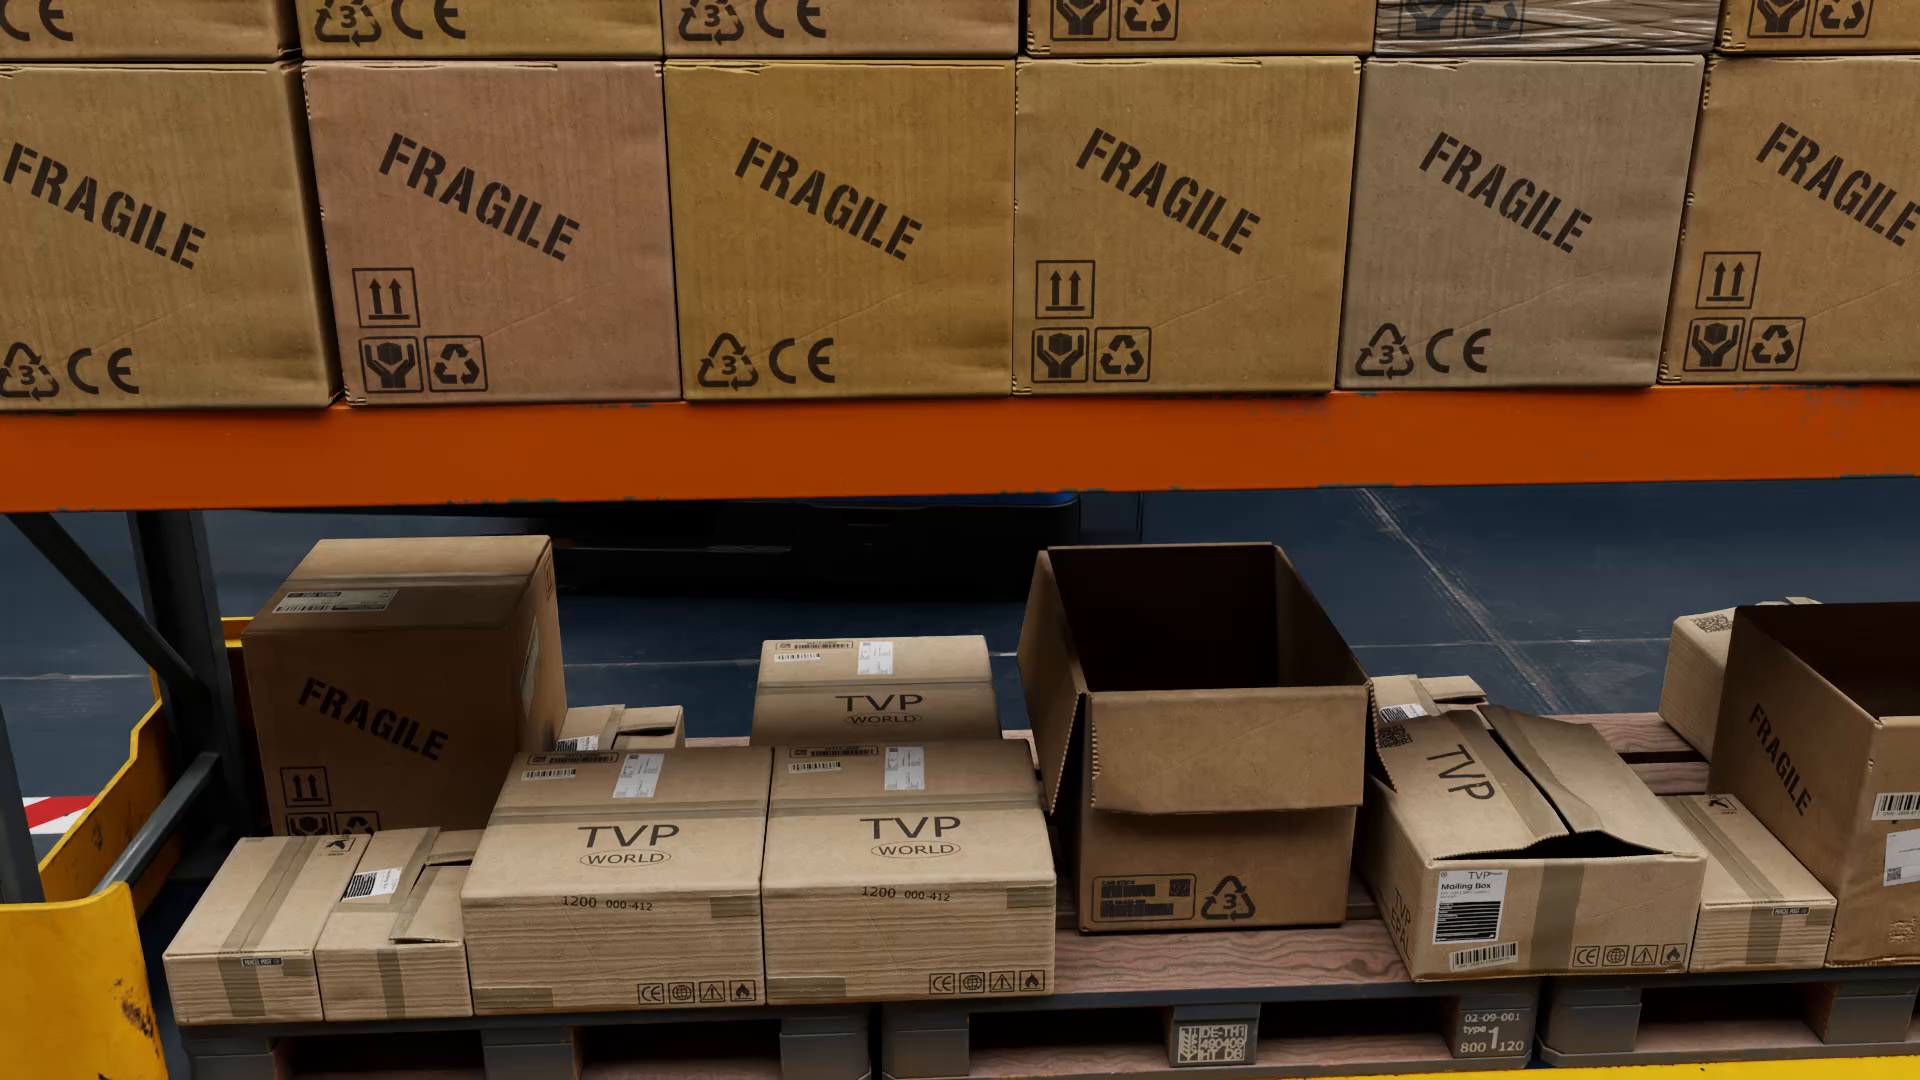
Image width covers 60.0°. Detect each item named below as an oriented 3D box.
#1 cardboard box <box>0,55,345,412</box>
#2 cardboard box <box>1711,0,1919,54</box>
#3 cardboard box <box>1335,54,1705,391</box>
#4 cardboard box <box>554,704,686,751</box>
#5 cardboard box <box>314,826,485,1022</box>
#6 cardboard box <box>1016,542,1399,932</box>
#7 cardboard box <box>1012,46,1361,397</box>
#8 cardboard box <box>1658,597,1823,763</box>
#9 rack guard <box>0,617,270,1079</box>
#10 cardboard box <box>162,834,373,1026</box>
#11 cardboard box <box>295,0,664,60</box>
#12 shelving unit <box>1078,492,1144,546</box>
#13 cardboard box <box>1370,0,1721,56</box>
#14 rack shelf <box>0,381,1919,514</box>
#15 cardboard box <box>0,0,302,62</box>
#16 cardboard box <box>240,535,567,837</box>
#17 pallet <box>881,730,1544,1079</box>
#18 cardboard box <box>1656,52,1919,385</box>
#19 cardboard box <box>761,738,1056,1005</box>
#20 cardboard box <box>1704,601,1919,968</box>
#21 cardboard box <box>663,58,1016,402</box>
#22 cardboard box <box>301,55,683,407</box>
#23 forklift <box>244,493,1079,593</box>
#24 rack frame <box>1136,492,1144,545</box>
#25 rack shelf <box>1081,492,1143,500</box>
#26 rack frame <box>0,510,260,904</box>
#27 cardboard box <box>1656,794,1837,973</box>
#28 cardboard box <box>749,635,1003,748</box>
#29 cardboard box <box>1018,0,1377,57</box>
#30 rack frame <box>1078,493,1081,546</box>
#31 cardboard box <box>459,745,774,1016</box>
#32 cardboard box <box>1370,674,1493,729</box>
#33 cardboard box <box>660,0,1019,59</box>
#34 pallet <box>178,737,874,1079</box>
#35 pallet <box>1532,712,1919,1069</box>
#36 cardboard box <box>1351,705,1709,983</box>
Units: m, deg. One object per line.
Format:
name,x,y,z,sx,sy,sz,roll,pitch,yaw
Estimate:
cardboard box,-1.199,-0.512,2.610,0.500,0.500,0.500,-1,21,-2
cardboard box,1.335,-1.032,2.569,0.500,0.500,0.500,-2,21,-4
cardboard box,0.825,-0.555,2.721,0.500,0.500,0.500,-1,21,-2
cardboard box,-0.719,0.494,3.472,0.250,0.166,0.380,-1,21,-3
cardboard box,-0.970,0.677,2.991,0.250,0.166,0.380,-1,21,-3
cardboard box,0.461,0.370,3.324,0.637,0.503,0.797,-1,21,-3
cardboard box,0.316,-0.543,2.692,0.500,0.500,0.500,-1,21,-2
cardboard box,1.905,0.351,3.643,0.500,0.311,0.500,-1,21,-3
rack guard,-1.581,0.617,3.299,0.348,0.500,1.175,-1,21,-3
cardboard box,-1.219,0.690,2.981,0.250,0.149,0.380,-1,21,-3
cardboard box,-0.678,-0.993,2.467,0.500,0.500,0.500,-1,21,-2
shelving unit,0.500,-0.410,5.433,0.210,0.900,0.258,1,21,3
cardboard box,0.832,-1.022,2.543,0.500,0.500,0.500,-1,21,-3
rack shelf,0.340,-0.254,3.085,4.000,0.370,1.077,-1,21,-3
cardboard box,-1.199,-0.979,2.432,0.500,0.500,0.500,-1,21,-1
cardboard box,-1.128,0.314,3.475,0.500,0.500,0.500,-1,21,-3
pallet,0.430,0.711,3.456,1.213,0.211,1.003,-1,21,-3
cardboard box,1.337,-0.566,2.751,0.500,0.500,0.500,-1,21,-2
cardboard box,-0.100,0.599,3.079,0.500,0.250,0.500,-1,21,-3
cardboard box,1.784,0.444,3.135,0.500,0.500,0.500,-1,21,-3
cardboard box,-0.183,-0.534,2.666,0.500,0.500,0.500,-1,21,-3
cardboard box,-0.684,-0.524,2.642,0.500,0.500,0.500,-1,21,-4
forklift,-1.123,-1.393,5.161,3.031,2.935,1.130,1,21,3
rack frame,0.601,-0.408,5.428,0.006,0.900,0.240,1,21,3
rack shelf,0.500,-0.211,5.509,0.200,0.077,0.258,1,21,3
rack frame,-1.657,-0.550,2.850,0.127,3.000,1.000,-1,21,-3
cardboard box,1.413,0.637,3.121,0.250,0.149,0.380,-1,21,-3
cardboard box,-0.178,0.422,3.542,0.500,0.250,0.500,-1,21,-3
cardboard box,0.329,-1.012,2.517,0.500,0.500,0.500,-1,21,-4
rack frame,0.398,-0.412,5.439,0.006,0.900,0.240,1,21,3
cardboard box,-0.599,0.609,3.052,0.500,0.250,0.500,-1,21,-3
cardboard box,1.042,0.440,3.613,0.250,0.166,0.380,-1,21,-3
cardboard box,-0.178,-1.001,2.489,0.500,0.500,0.500,-1,21,-2
pallet,-0.785,0.735,3.394,1.213,0.211,1.003,-1,21,-3
pallet,1.651,0.686,3.524,1.213,0.211,1.003,-1,21,-3
cardboard box,1.035,0.547,3.128,0.500,0.311,0.500,-1,21,-3
